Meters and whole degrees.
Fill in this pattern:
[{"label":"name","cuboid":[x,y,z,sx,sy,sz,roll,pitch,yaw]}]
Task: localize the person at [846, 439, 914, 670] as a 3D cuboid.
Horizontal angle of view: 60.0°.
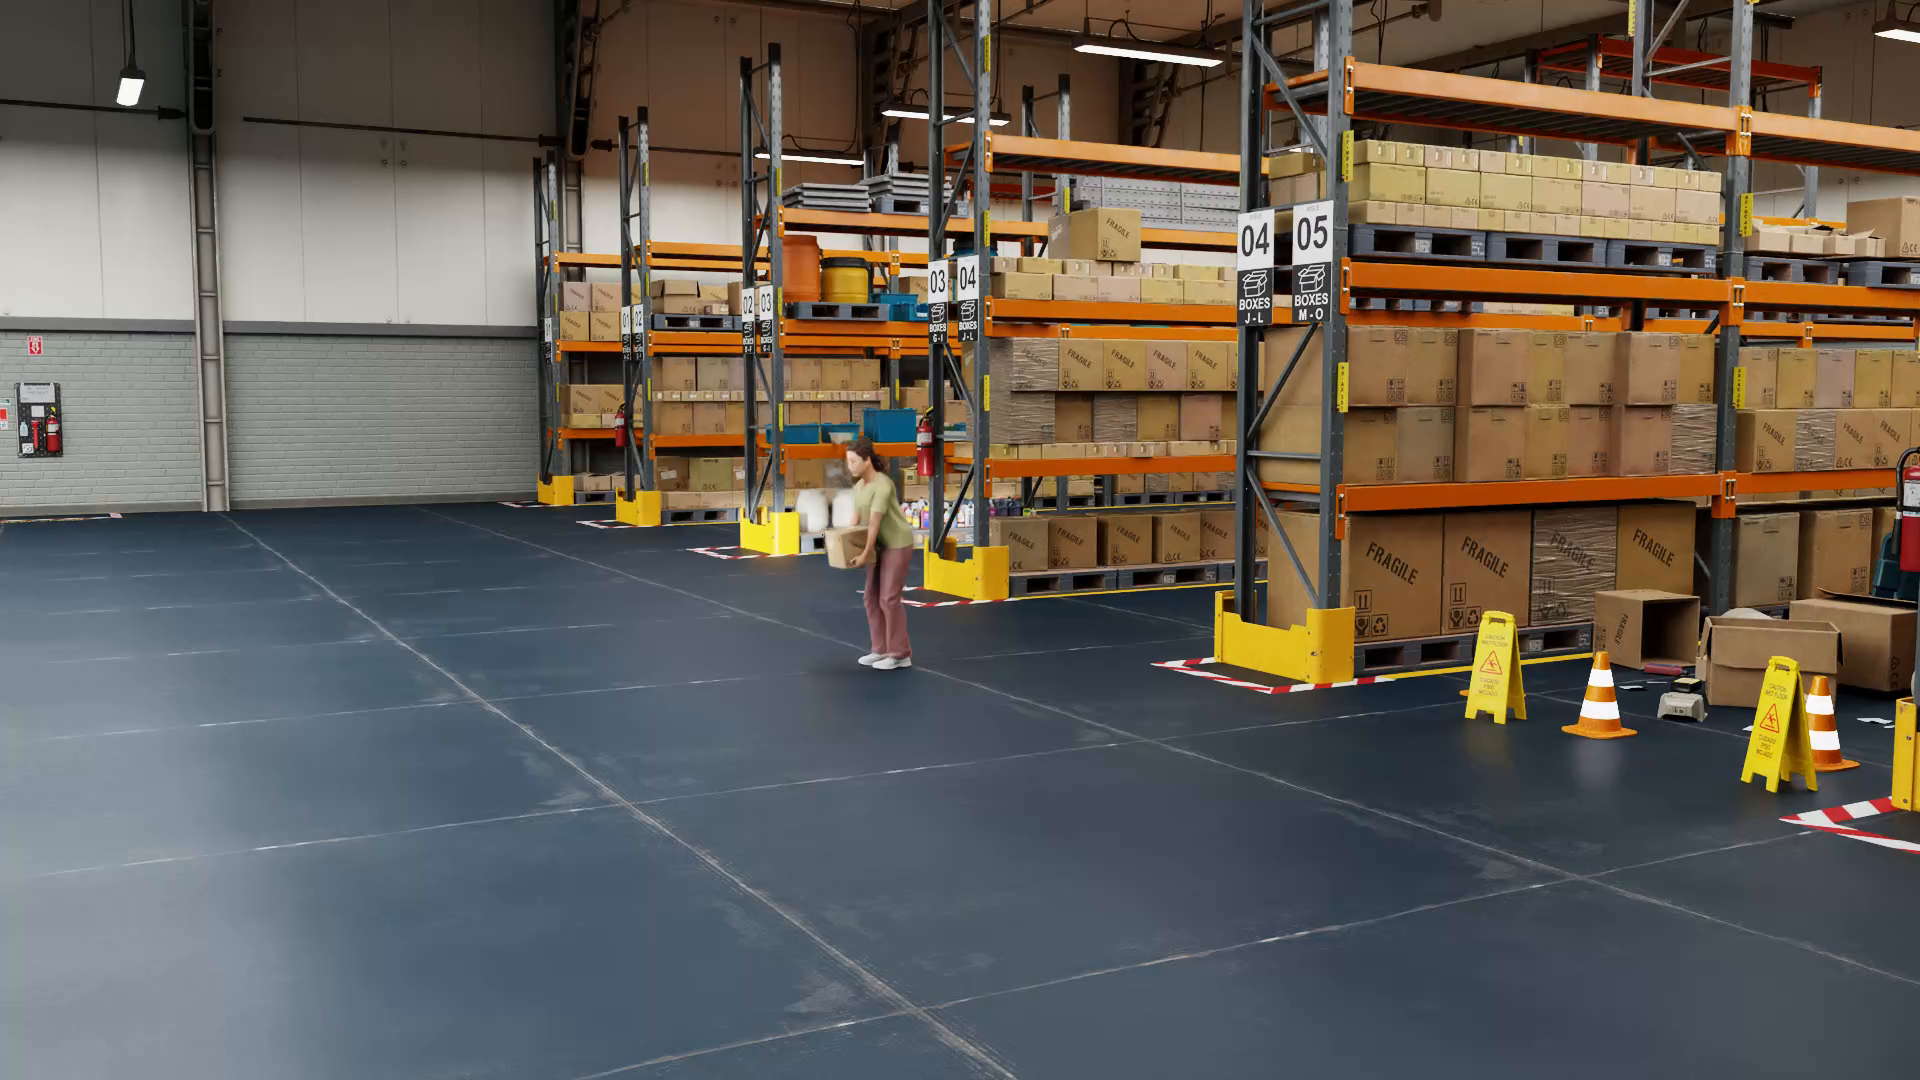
[{"label":"person","cuboid":[-0.593,0.097,11.707,0.539,1.623,0.404,-3,6,-30]}]
